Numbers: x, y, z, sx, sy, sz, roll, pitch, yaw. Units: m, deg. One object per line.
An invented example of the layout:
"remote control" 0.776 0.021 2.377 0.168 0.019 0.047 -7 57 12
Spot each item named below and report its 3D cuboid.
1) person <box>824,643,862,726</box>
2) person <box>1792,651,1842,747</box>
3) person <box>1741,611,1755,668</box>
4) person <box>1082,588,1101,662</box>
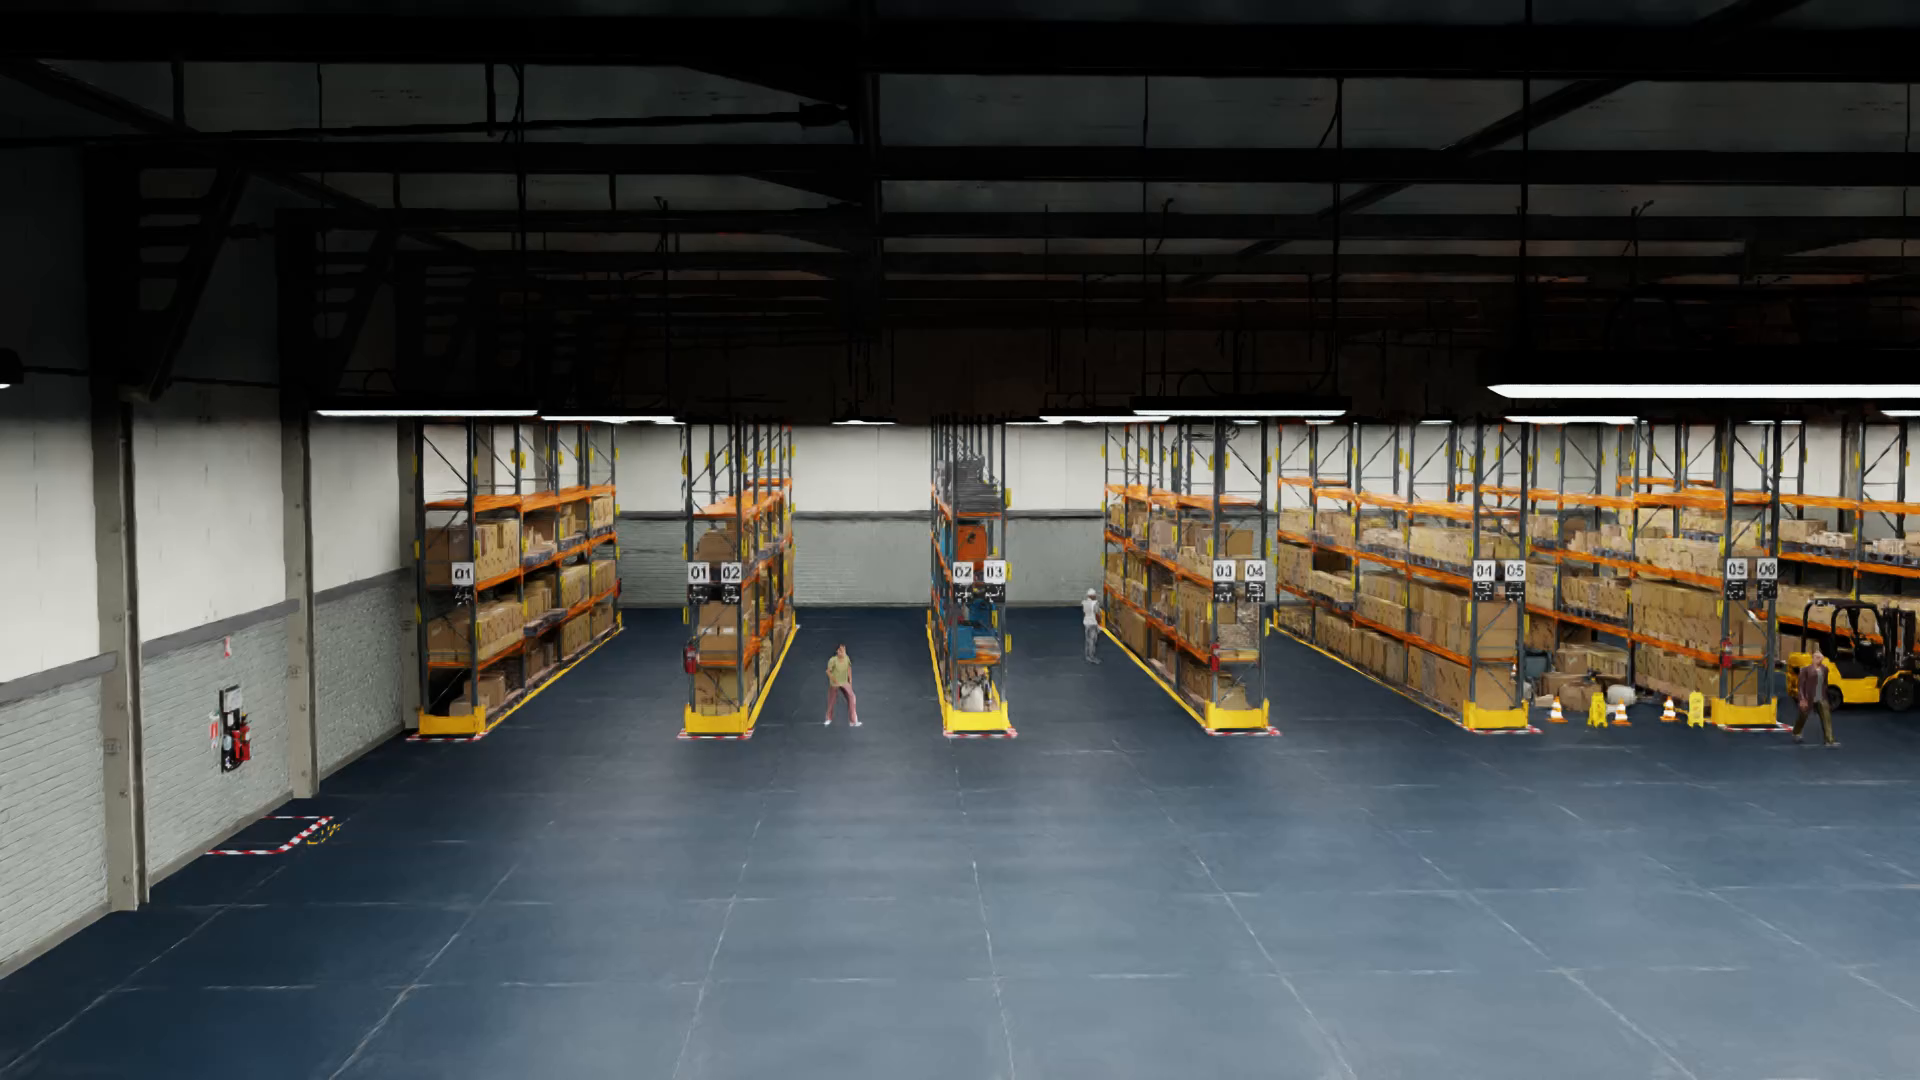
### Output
"person" -2.283 2.750 31.764 0.626 1.610 0.799 -1 4 -21
"person" 15.340 2.918 29.853 0.598 1.508 1.193 0 4 0
"person" 16.826 2.400 35.624 0.499 1.774 0.578 2 4 28
"person" 3.242 2.060 40.485 0.457 1.783 0.615 -3 5 -33
